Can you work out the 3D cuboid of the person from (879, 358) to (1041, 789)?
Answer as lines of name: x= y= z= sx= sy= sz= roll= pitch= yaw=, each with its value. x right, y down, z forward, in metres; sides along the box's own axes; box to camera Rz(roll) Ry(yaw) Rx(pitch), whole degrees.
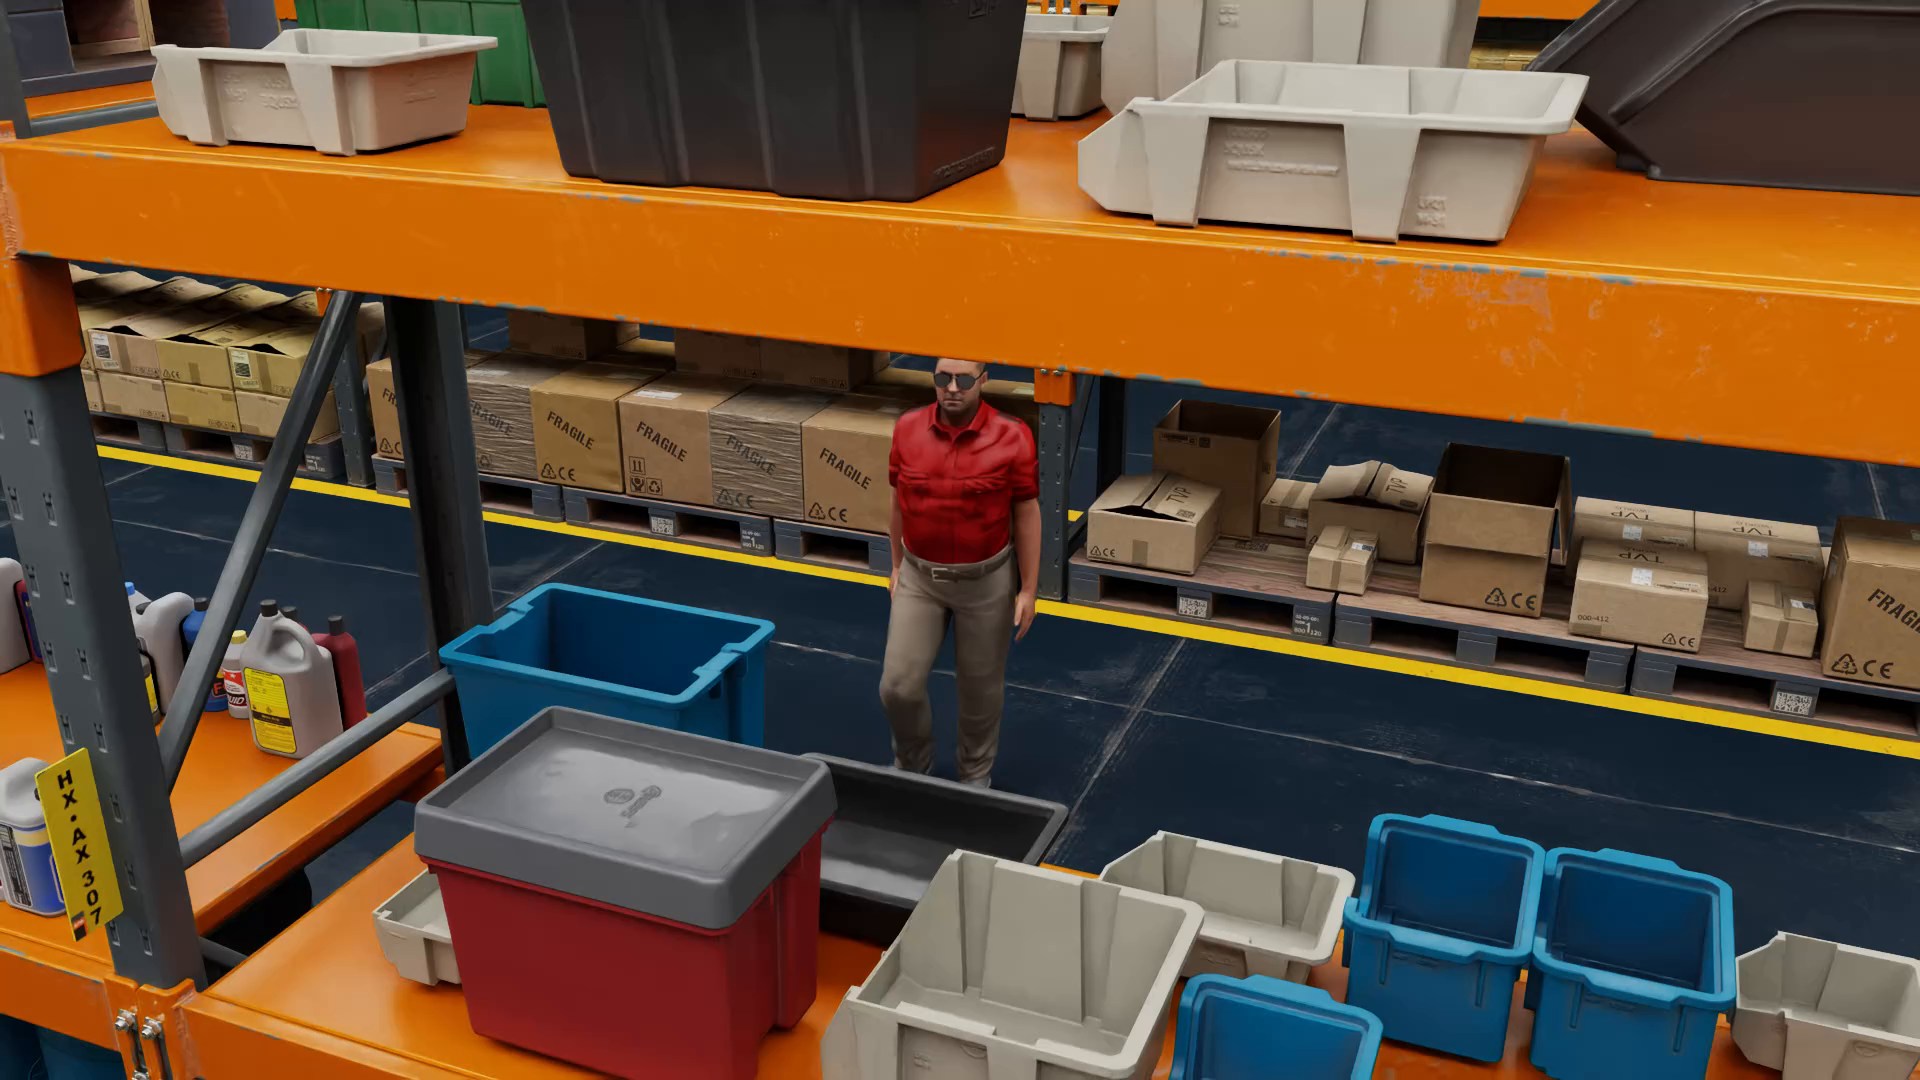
person: x=-0.019 y=0.189 z=5.683 sx=0.576 sy=1.762 sz=0.421 roll=5 pitch=23 yaw=11
